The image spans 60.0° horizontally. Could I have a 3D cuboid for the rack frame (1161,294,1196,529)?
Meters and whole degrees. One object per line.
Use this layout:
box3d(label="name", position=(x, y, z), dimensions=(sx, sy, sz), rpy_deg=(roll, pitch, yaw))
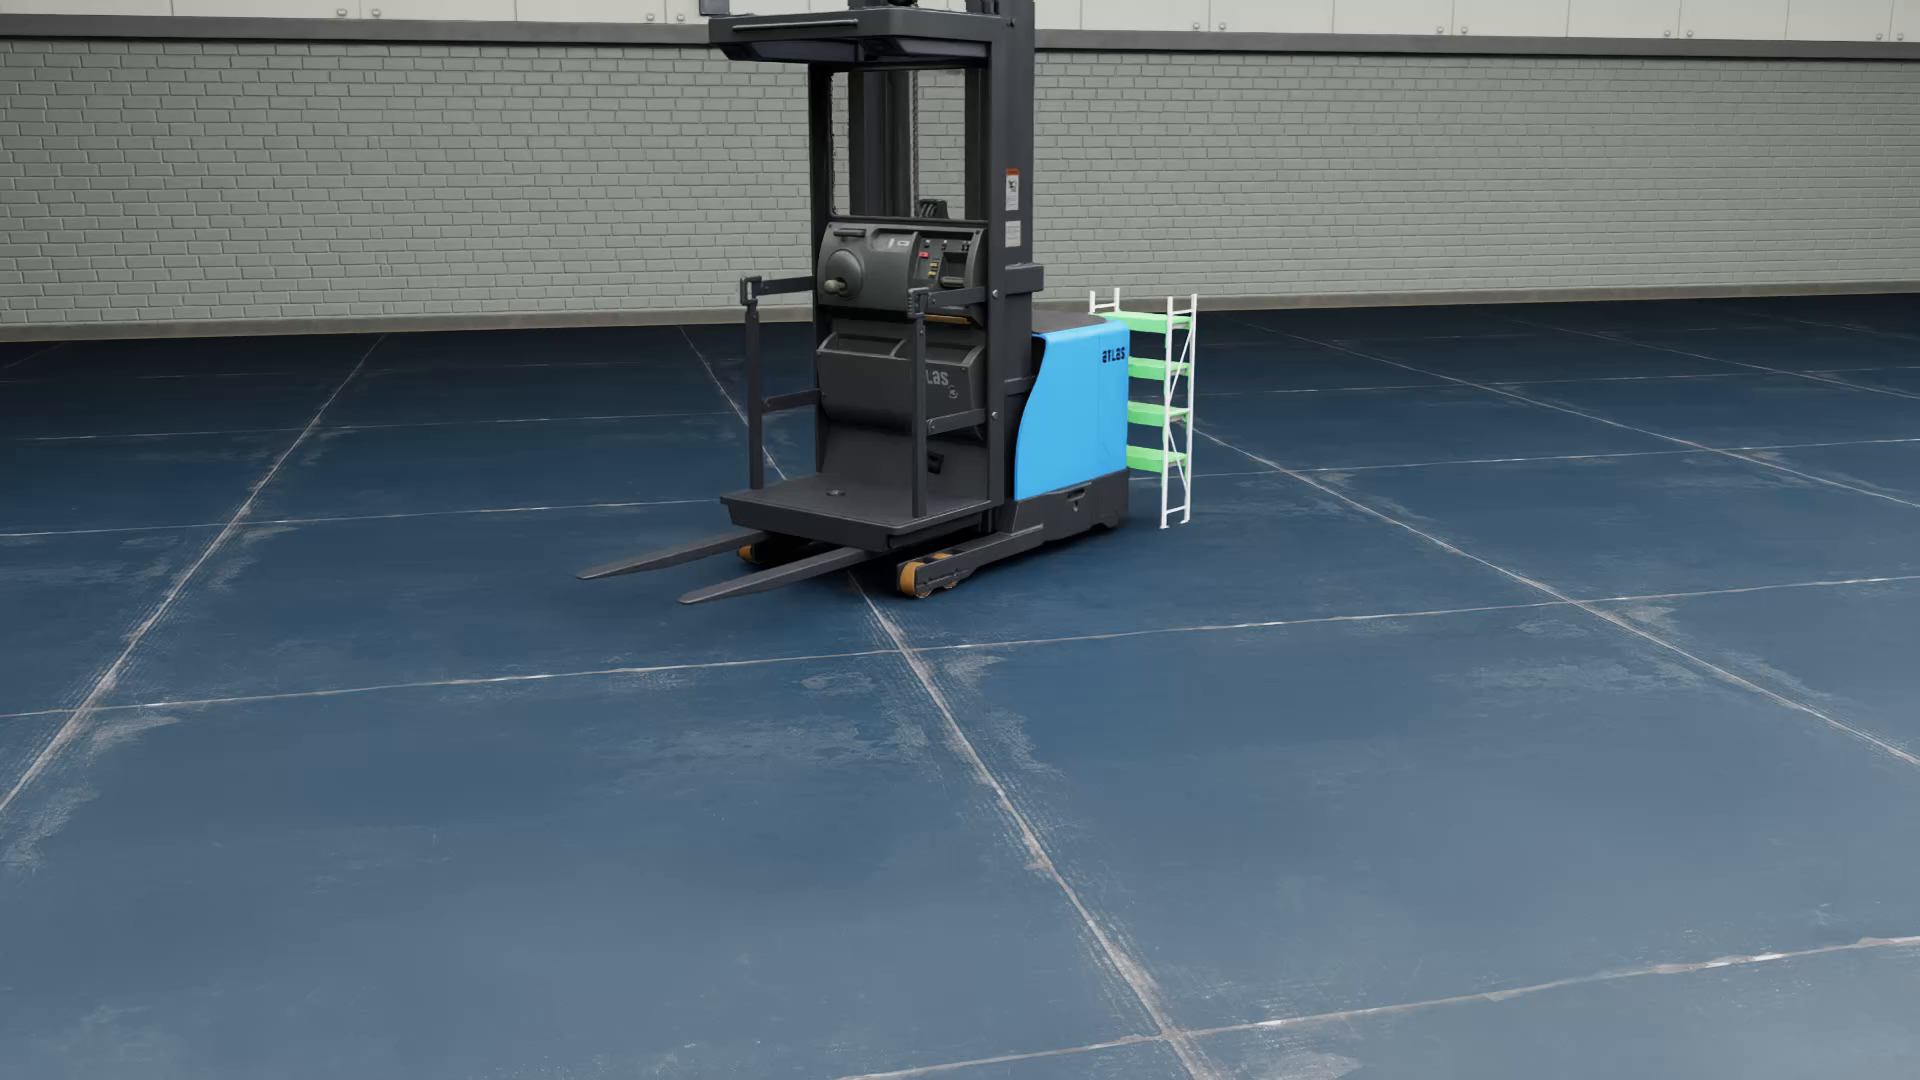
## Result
box3d(label="rack frame", position=(1.132, -0.662, 8.610), dimensions=(0.015, 1.200, 0.240), rpy_deg=(12, 18, 40))

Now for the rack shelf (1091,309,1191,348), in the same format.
box3d(label="rack shelf", position=(0.948, -1.104, 8.666), dimensions=(0.480, 0.148, 0.258), rpy_deg=(12, 18, 40))

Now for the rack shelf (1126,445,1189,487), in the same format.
box3d(label="rack shelf", position=(0.948, -0.405, 8.837), dimensions=(0.480, 0.148, 0.258), rpy_deg=(12, 18, 40))

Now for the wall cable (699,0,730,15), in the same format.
box3d(label="wall cable", position=(-1.572, -8.419, 16.761), dimensions=(2.305, 6.003, 0.169), rpy_deg=(-3, 14, -13))

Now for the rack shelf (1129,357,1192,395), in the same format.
box3d(label="rack shelf", position=(0.948, -0.871, 8.723), dimensions=(0.480, 0.148, 0.258), rpy_deg=(12, 18, 40))

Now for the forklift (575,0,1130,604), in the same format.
box3d(label="forklift", position=(-0.412, -1.295, 7.553), dimensions=(1.130, 2.935, 3.031), rpy_deg=(10, 17, 36))

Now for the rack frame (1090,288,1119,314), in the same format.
box3d(label="rack frame", position=(0.764, -0.738, 8.921), dimensions=(0.015, 1.200, 0.240), rpy_deg=(12, 18, 40))

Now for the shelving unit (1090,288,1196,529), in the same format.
box3d(label="shelving unit", position=(0.948, -0.700, 8.765), dimensions=(0.503, 1.200, 0.258), rpy_deg=(12, 18, 40))

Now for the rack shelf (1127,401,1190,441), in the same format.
box3d(label="rack shelf", position=(0.948, -0.638, 8.780), dimensions=(0.480, 0.148, 0.258), rpy_deg=(12, 18, 40))
